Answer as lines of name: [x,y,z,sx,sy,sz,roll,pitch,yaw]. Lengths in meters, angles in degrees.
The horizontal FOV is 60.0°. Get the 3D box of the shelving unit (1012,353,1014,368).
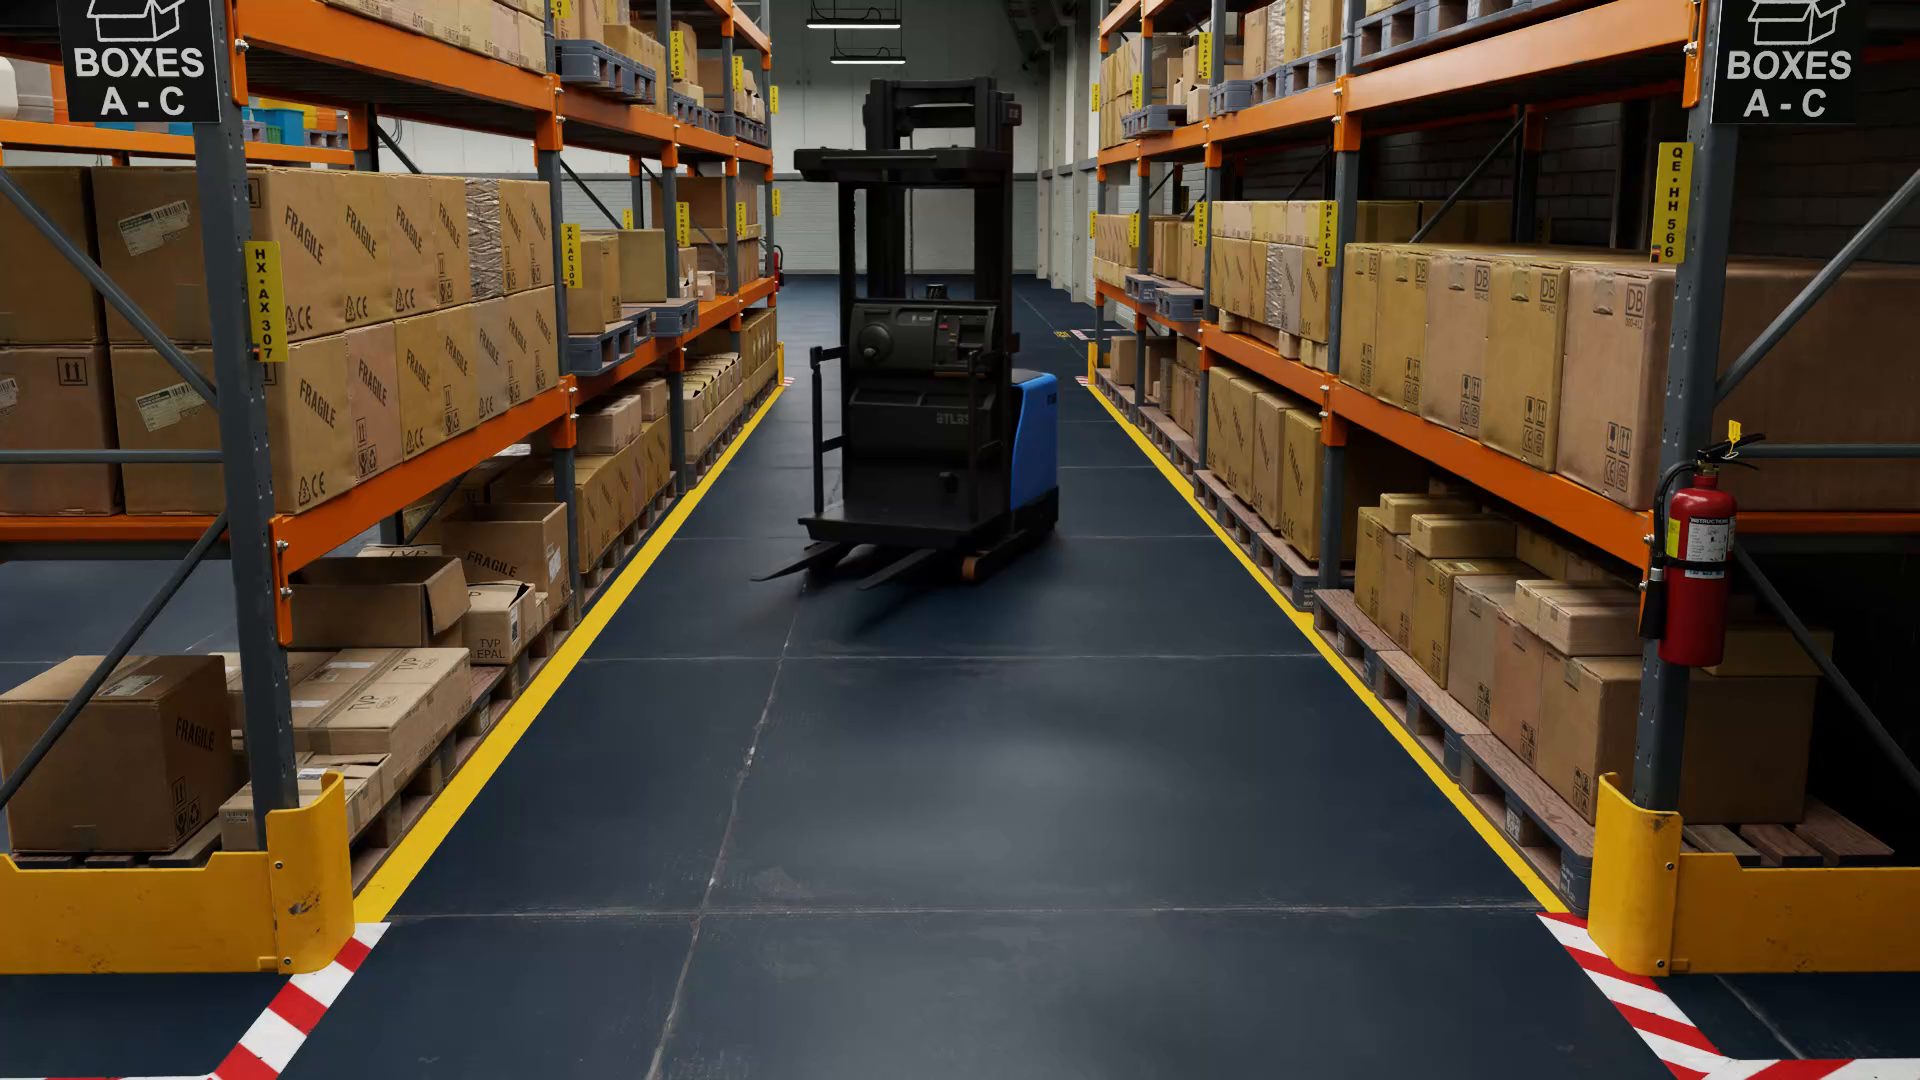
shelving unit: [0.232,-0.723,11.605,0.258,1.200,0.189,4,12,19]

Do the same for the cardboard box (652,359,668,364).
cardboard box: [-2.925,-1.560,15.654,0.500,0.311,0.500,0,11,-2]

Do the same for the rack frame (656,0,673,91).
rack frame: [-2.607,-4.755,11.863,1.000,3.000,0.127,0,11,-1]

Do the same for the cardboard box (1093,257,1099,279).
cardboard box: [1.873,-3.264,19.930,0.500,0.250,0.500,-1,11,-3]

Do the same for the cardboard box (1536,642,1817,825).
cardboard box: [2.396,0.635,5.615,0.700,0.500,0.500,0,11,-1]

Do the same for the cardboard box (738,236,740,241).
cardboard box: [-2.524,-3.234,17.572,0.380,0.149,0.250,-1,11,-3]

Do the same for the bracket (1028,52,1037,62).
bracket: [2.093,-13.874,47.760,0.235,0.232,0.430,0,11,-1]

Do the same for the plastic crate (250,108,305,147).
plastic crate: [-7.384,-4.470,18.042,0.392,0.384,0.575,0,11,-1]

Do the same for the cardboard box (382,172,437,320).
cardboard box: [-2.211,-1.056,5.954,0.500,0.500,0.500,0,11,0]

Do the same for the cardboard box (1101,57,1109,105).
cardboard box: [1.905,-5.267,19.117,0.500,0.500,0.500,0,11,-2]

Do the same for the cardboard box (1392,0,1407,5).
cardboard box: [2.175,-2.452,7.127,0.500,0.250,0.500,0,11,-2]

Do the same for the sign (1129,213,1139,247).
sign: [1.721,-3.051,16.378,0.100,0.325,0.005,0,11,-1]

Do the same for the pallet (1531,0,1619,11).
pallet: [2.485,-1.819,5.162,1.003,0.211,1.213,0,11,-1]

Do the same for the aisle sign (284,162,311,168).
aisle sign: [-8.019,-4.672,20.007,0.394,0.787,0.004,0,11,-1]

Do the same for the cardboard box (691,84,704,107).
cardboard box: [-2.686,-4.090,15.450,0.500,0.250,0.500,1,12,5]

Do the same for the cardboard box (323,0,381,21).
cardboard box: [-2.196,-1.824,5.336,0.500,0.250,0.500,0,11,-1]

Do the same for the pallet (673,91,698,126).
pallet: [-2.710,-3.327,12.843,1.213,0.211,1.003,0,11,1]

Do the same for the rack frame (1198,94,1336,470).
rack frame: [2.346,-1.836,12.563,1.000,3.000,0.127,0,11,-1]

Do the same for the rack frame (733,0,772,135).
rack frame: [-2.772,-6.345,19.701,1.000,3.000,0.127,0,11,-1]

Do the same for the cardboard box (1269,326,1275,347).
cardboard box: [2.162,-1.299,10.499,0.380,0.149,0.250,0,11,1]

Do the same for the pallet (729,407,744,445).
pallet: [-2.635,-1.097,15.935,1.003,0.211,1.213,0,11,-1]

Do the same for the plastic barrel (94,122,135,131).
plastic barrel: [-7.388,-3.946,14.158,0.600,0.901,0.708,0,11,-1]

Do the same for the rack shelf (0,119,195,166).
rack shelf: [-7.601,-3.310,14.096,1.077,0.370,4.000,0,11,-1]

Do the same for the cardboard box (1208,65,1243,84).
cardboard box: [2.411,-3.624,13.525,0.797,0.503,0.637,1,12,7]

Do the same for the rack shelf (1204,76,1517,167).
rack shelf: [2.387,-2.556,10.377,1.077,0.370,4.000,0,11,-1]

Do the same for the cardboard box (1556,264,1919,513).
cardboard box: [2.490,-0.494,5.194,0.980,0.700,0.700,0,11,1]

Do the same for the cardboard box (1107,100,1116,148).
cardboard box: [1.927,-4.677,18.723,0.500,0.500,0.500,0,11,1]

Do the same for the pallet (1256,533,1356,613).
pallet: [2.337,0.173,9.676,1.003,0.211,1.213,0,11,-1]

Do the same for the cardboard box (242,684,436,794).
cardboard box: [-2.180,0.699,5.879,0.500,0.250,0.500,0,11,-1]

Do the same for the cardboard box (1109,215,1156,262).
cardboard box: [1.917,-3.330,18.370,0.500,0.500,0.500,0,11,1]

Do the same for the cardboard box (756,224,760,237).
cardboard box: [-2.567,-3.645,19.596,0.380,0.149,0.250,0,11,0]

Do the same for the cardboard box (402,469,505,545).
cardboard box: [-2.821,-0.107,9.222,0.500,0.500,0.500,0,11,-1]

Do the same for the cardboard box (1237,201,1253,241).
cardboard box: [2.123,-2.110,10.981,0.500,0.250,0.500,0,11,-1]

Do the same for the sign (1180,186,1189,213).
sign: [2.736,-4.147,20.247,0.100,0.325,0.005,0,11,-1]

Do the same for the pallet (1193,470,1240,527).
pallet: [2.286,-0.312,12.066,1.003,0.211,1.213,0,11,-1]

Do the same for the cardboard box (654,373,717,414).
cardboard box: [-2.352,-1.259,14.169,0.500,0.311,0.500,-1,11,-3]

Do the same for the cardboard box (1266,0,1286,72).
cardboard box: [2.476,-3.369,11.219,0.700,0.500,0.500,-1,12,-4]

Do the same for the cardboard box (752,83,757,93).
cardboard box: [-2.765,-5.086,19.371,0.797,0.503,0.637,1,11,3]

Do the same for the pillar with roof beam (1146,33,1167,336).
pillar with roof beam: [-1.369,-7.405,24.929,9.100,9.000,0.400,0,11,-1]

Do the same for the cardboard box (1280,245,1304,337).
cardboard box: [2.146,-1.437,9.549,0.500,0.500,0.500,0,11,-1]

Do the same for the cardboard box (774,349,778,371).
cardboard box: [-2.466,-2.158,20.010,0.500,0.250,0.500,0,11,-1]

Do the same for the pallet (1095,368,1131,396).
pallet: [2.163,-1.883,19.808,1.003,0.211,1.213,0,11,-1]

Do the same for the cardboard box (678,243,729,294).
cardboard box: [-2.705,-2.747,16.803,0.700,0.500,0.500,-1,11,-3]

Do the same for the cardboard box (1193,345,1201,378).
cardboard box: [2.314,-1.552,14.461,0.500,0.250,0.500,0,11,-1]

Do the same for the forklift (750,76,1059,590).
forklift: [-0.301,-1.268,9.939,1.130,2.935,3.031,4,12,19]

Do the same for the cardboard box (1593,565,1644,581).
cardboard box: [2.583,0.191,6.174,0.380,0.149,0.250,0,11,-1]

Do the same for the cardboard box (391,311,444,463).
cardboard box: [-2.211,-0.565,6.048,0.500,0.500,0.500,0,11,-1]

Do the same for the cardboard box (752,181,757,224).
cardboard box: [-2.774,-3.986,19.649,0.700,0.500,0.500,0,11,-1]

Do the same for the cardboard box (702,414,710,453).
cardboard box: [-2.335,-0.878,13.702,0.500,0.250,0.500,-1,11,-3]

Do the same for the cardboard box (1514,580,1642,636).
cardboard box: [2.206,0.242,5.923,0.380,0.149,0.250,0,11,0]

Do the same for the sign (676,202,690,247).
sign: [-2.065,-2.347,12.372,0.100,0.325,0.005,0,11,-1]

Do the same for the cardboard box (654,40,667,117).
cardboard box: [-2.564,-3.247,11.724,0.910,0.500,0.500,0,11,-1]

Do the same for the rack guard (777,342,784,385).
rack guard: [-2.773,-2.185,20.570,1.175,0.500,0.348,0,11,-1]

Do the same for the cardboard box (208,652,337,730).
cardboard box: [-2.689,0.612,6.309,0.500,0.250,0.500,0,11,-1]
